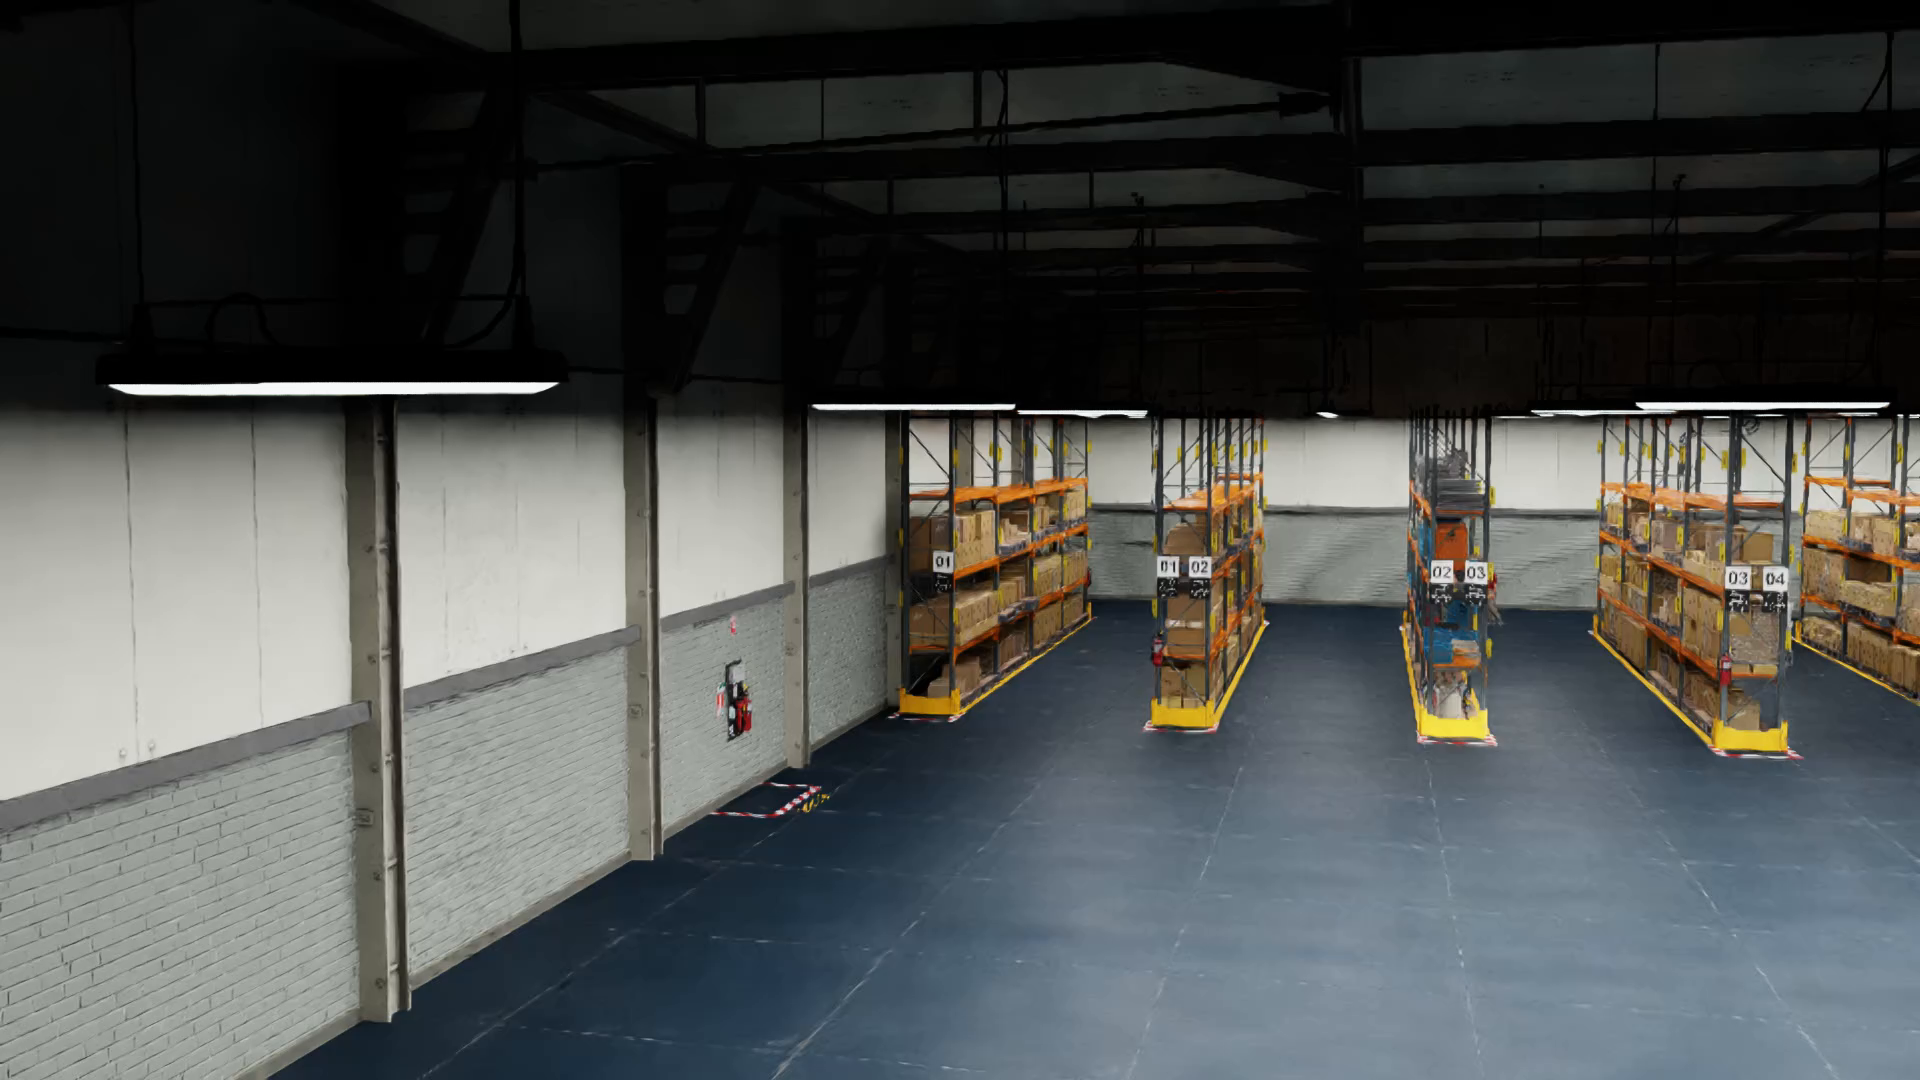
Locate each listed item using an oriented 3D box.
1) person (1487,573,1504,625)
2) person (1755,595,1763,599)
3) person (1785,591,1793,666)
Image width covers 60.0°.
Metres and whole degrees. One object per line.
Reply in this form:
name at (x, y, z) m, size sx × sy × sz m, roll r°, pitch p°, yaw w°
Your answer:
person at (14.873, 1.520, 46.509) m, size 0.468 × 1.713 × 0.707 m, roll -1°, pitch 4°, yaw -15°
person at (20.668, 1.752, 43.010) m, size 0.507 × 1.768 × 0.666 m, roll 0°, pitch 4°, yaw 5°
person at (19.210, 2.032, 38.860) m, size 0.589 × 1.782 × 0.676 m, roll 3°, pitch 5°, yaw 36°
